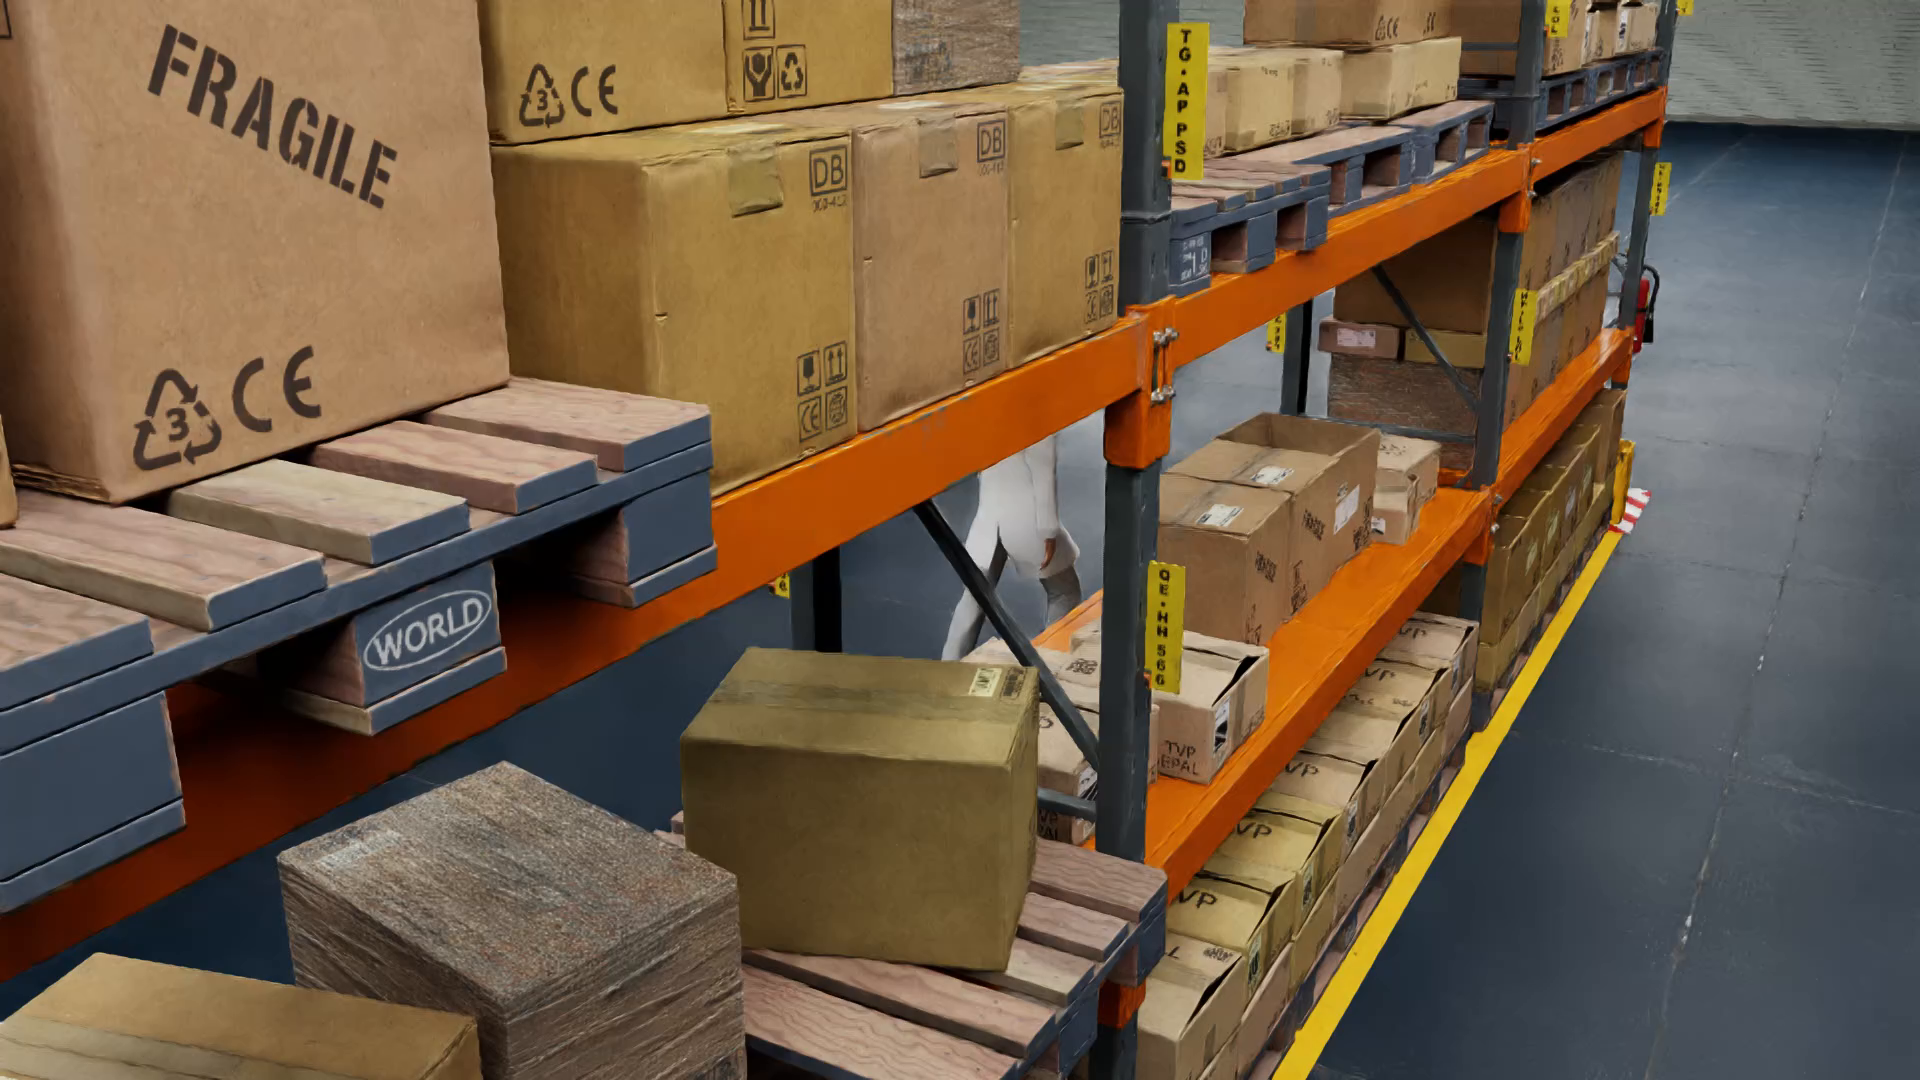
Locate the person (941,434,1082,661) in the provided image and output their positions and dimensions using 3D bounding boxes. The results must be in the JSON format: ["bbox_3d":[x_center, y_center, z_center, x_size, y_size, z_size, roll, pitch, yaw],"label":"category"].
[{"bbox_3d":[0.294,-0.079,8.356,0.623,1.743,0.866,15,24,36],"label":"person"}]
